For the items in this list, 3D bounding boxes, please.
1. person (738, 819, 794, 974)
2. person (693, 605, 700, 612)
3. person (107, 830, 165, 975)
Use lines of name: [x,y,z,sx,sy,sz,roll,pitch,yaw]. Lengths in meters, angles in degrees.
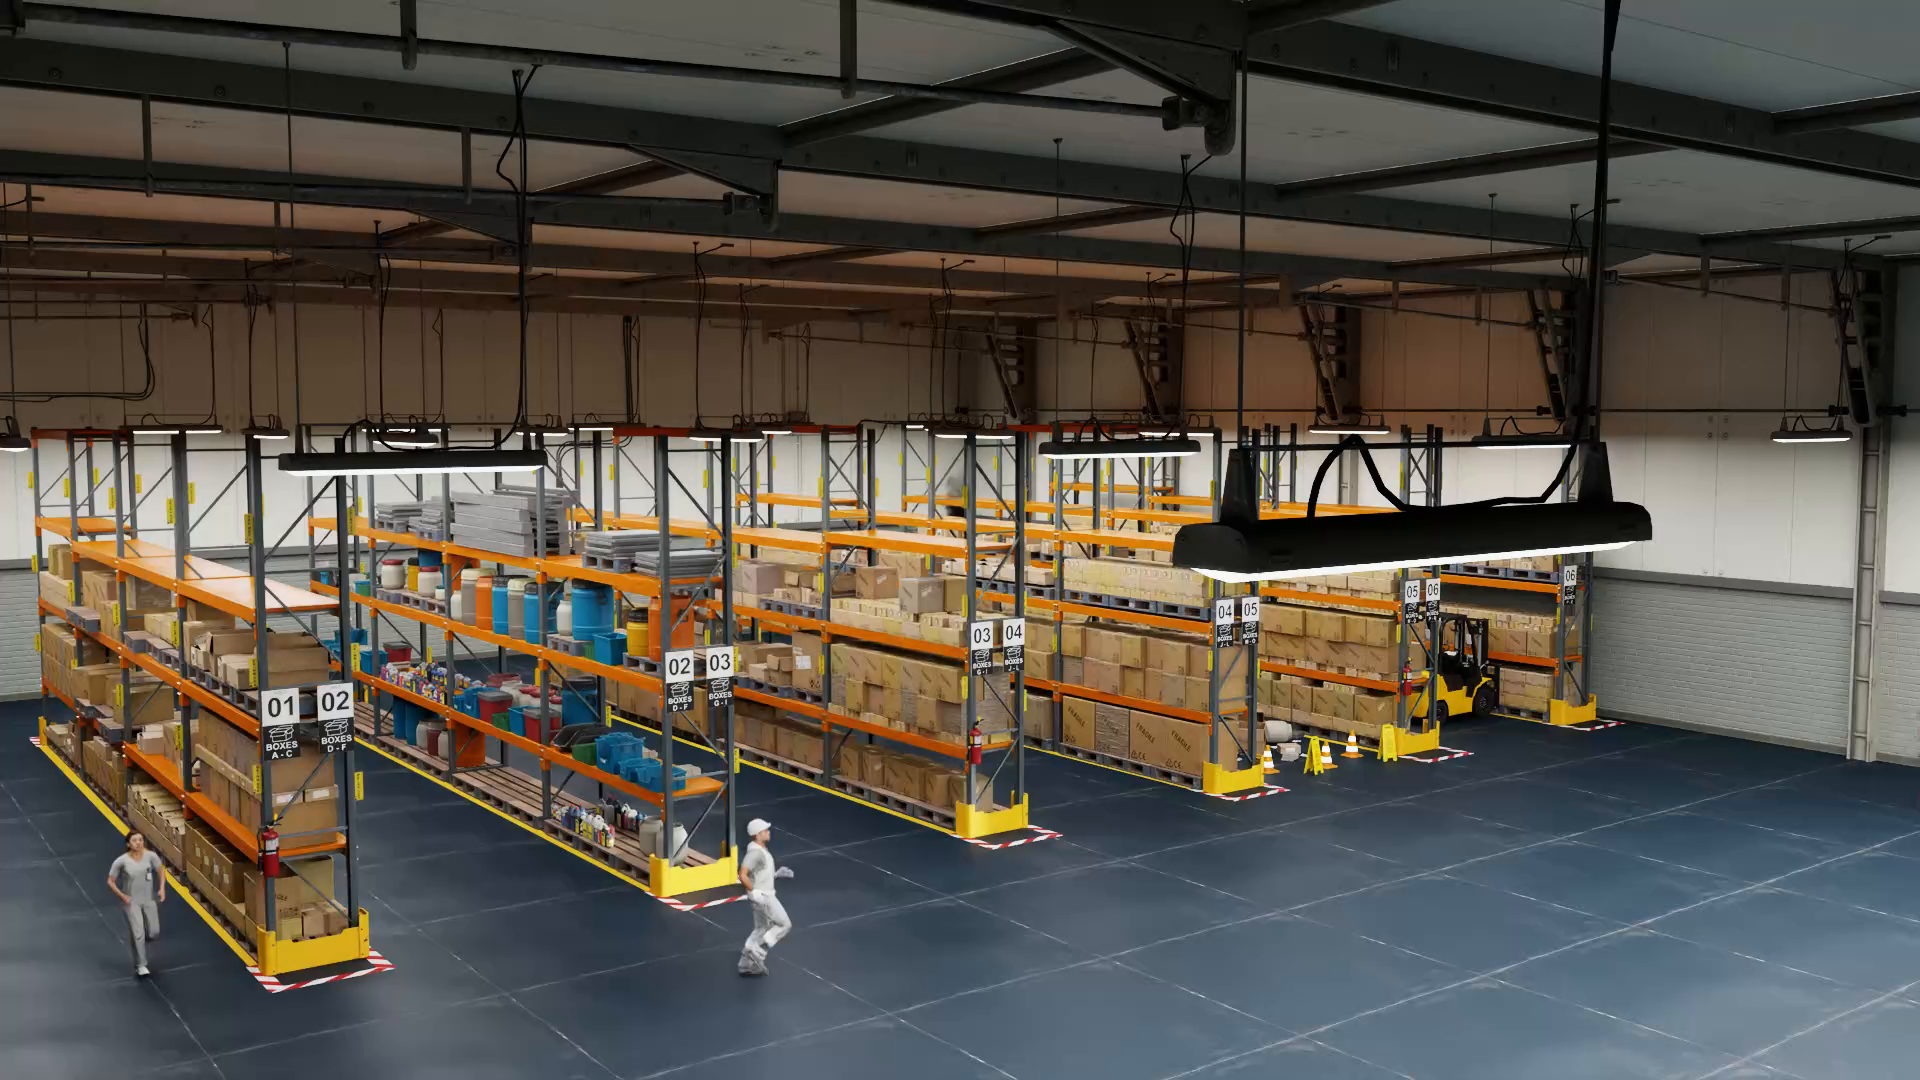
person: [-2.167,3.979,18.590,0.640,1.746,0.653,-1,5,-11]
person: [-6.424,2.365,39.924,0.613,1.676,0.886,1,5,15]
person: [-9.253,4.047,18.695,0.609,1.623,0.561,-4,6,-43]
